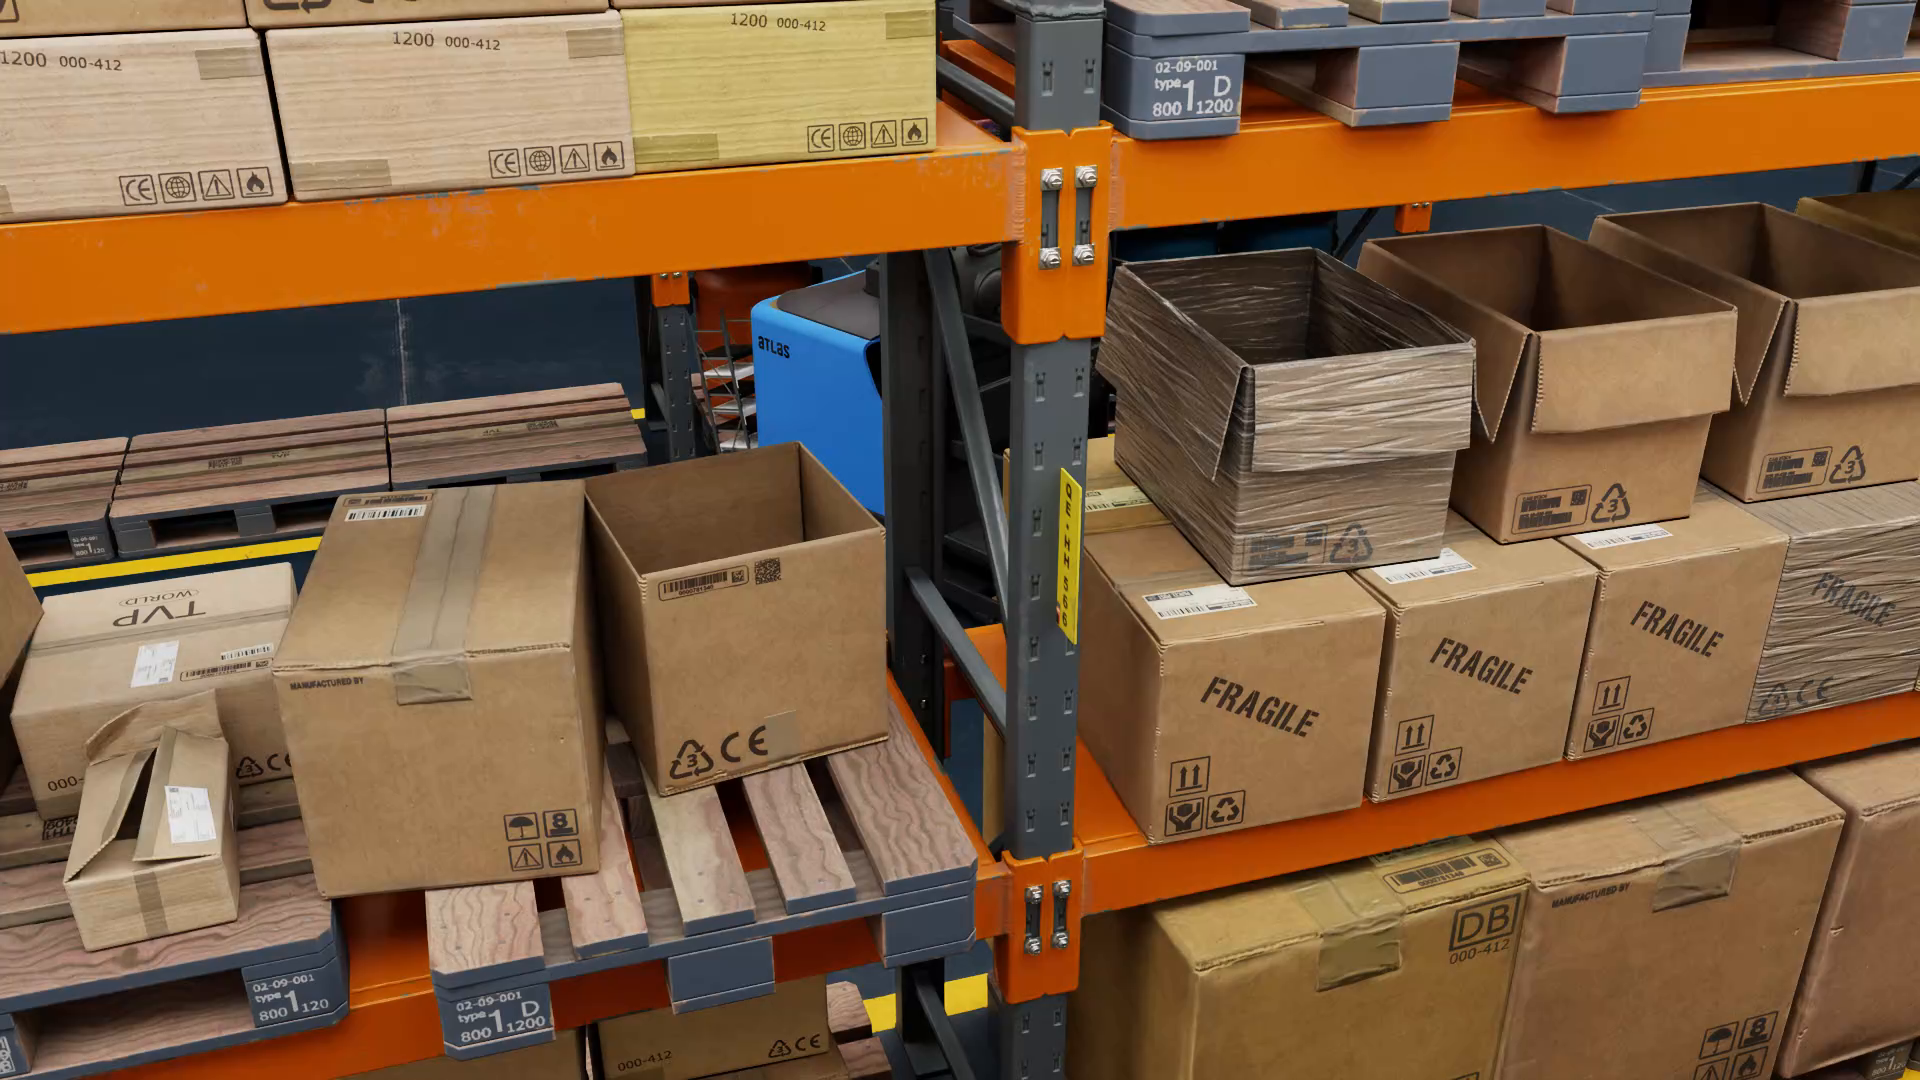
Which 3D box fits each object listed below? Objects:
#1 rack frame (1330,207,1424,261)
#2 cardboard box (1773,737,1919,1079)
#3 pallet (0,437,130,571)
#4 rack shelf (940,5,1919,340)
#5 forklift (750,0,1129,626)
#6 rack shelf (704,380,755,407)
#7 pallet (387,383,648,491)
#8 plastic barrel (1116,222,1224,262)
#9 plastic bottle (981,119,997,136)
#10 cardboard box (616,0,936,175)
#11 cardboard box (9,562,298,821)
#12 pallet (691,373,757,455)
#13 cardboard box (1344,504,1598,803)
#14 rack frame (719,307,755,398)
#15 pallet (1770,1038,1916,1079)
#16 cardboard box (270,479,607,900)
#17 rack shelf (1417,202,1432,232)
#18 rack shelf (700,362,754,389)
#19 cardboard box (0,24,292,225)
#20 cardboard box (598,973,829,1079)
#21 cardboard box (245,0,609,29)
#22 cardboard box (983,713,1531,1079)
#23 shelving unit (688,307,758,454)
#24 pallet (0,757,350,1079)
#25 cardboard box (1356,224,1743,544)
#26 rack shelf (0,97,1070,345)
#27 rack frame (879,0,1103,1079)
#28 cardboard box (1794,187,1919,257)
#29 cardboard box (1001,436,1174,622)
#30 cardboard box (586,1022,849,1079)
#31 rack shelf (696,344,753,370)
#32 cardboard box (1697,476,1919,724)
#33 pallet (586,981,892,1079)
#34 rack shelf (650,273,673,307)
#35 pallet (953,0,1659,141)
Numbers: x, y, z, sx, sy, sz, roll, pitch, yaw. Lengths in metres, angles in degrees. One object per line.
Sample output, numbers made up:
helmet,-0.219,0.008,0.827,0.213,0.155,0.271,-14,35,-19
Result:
rack frame,2.294,-2.358,9.127,0.127,3.000,1.000,-8,28,-16
cardboard box,2.376,0.719,4.845,0.875,0.875,1.225,-9,28,-18
pallet,-4.578,-0.132,7.779,1.213,0.211,1.003,-8,28,-16
rack shelf,1.926,-1.010,3.847,4.000,0.370,1.077,-8,28,-16
forklift,0.453,-1.121,6.712,3.031,2.935,1.130,23,34,38
rack shelf,-1.067,-0.709,7.995,0.258,0.077,0.200,6,24,40
pallet,-2.258,-0.468,8.456,1.213,0.211,1.003,-8,28,-16
plastic barrel,1.098,-1.441,9.168,0.708,0.901,0.600,-8,28,-16
plastic bottle,0.151,-2.167,8.873,0.133,0.283,0.061,-8,28,-16
cardboard box,-0.352,-0.821,2.825,0.500,0.250,0.500,-8,28,-16
cardboard box,-1.640,0.299,3.470,0.500,0.250,0.500,-9,28,-18
pallet,-0.773,-0.685,8.892,1.213,0.211,1.003,-8,28,-16
cardboard box,1.061,0.218,3.825,0.500,0.500,0.500,-9,28,-17
rack frame,-0.994,-0.690,8.084,0.240,0.900,0.006,6,24,40
pallet,1.955,1.292,4.909,1.213,0.211,1.003,-8,28,-16
cardboard box,-0.976,0.264,3.260,0.500,0.500,0.700,-4,27,-8
rack shelf,4.196,-2.312,9.842,4.000,0.370,1.077,-8,28,-16
rack shelf,-1.082,-0.793,7.967,0.258,0.077,0.200,6,24,40
cardboard box,-1.298,-0.679,2.539,0.500,0.250,0.500,-7,27,-15
cardboard box,-0.603,0.978,3.879,0.500,0.250,0.500,-7,27,-14
cardboard box,-0.836,-1.079,2.502,0.500,0.500,0.500,-8,28,-16
cardboard box,0.687,0.964,4.352,0.875,0.875,1.225,-10,28,-18
shelving unit,-1.057,-0.656,8.013,0.258,0.900,0.210,6,24,40
pallet,-1.845,0.662,3.258,1.213,0.211,1.003,-8,28,-16
cardboard box,1.345,-0.390,3.922,0.637,0.503,0.797,-8,27,-15
rack shelf,-1.877,-0.459,2.738,4.000,0.370,1.077,-8,28,-16
rack frame,0.024,0.287,3.800,0.127,3.000,1.000,-8,28,-16
cardboard box,2.567,-0.577,4.299,0.637,0.503,0.797,-8,27,-16
cardboard box,0.417,0.069,4.125,0.500,0.500,0.500,-7,27,-15
cardboard box,-0.606,1.310,4.055,0.500,0.500,0.700,-10,28,-19
rack shelf,-1.097,-0.877,7.939,0.258,0.077,0.200,6,24,40
cardboard box,2.023,0.078,4.107,0.500,0.500,0.500,-8,28,-16
pallet,-0.719,1.643,4.204,1.213,0.211,1.003,-8,28,-16
rack shelf,-3.411,-1.210,7.623,4.000,0.370,1.077,-8,28,-16
pallet,0.620,-1.083,3.398,1.003,0.211,1.213,-7,27,-14
